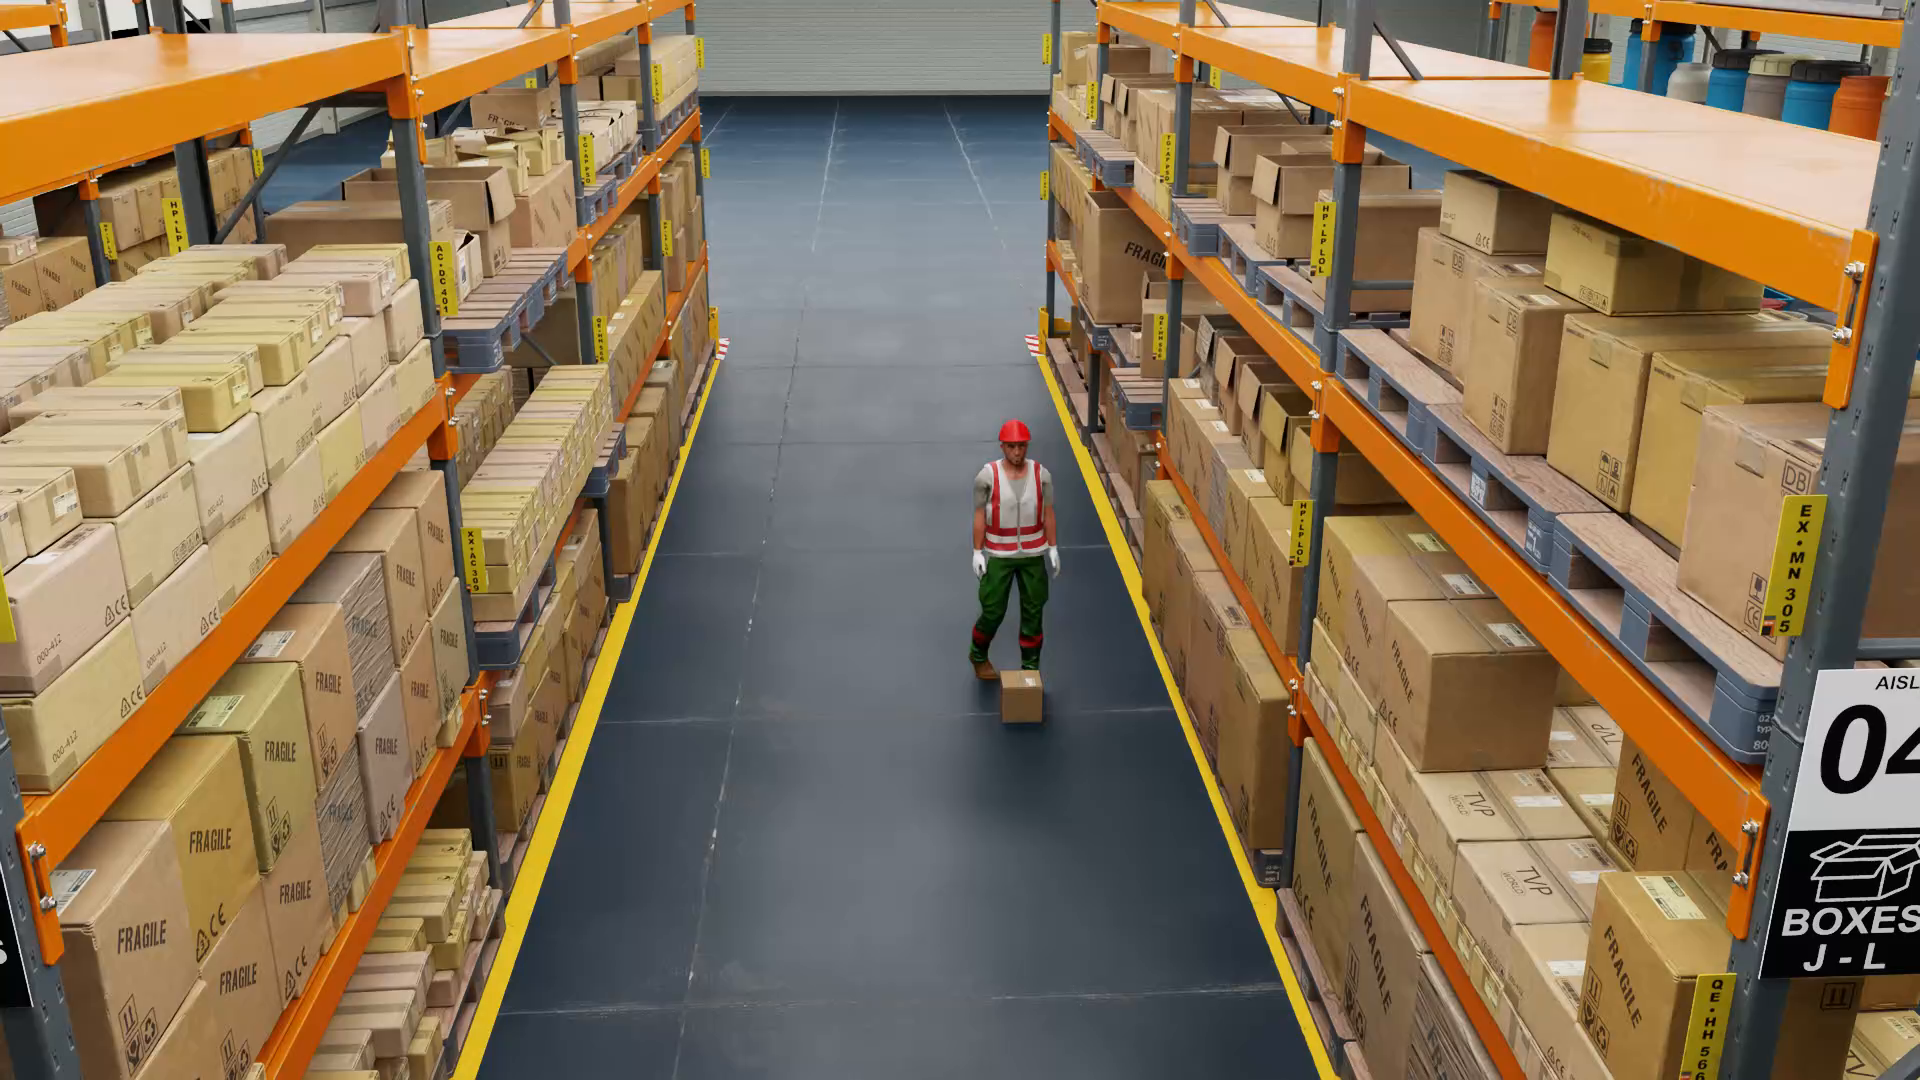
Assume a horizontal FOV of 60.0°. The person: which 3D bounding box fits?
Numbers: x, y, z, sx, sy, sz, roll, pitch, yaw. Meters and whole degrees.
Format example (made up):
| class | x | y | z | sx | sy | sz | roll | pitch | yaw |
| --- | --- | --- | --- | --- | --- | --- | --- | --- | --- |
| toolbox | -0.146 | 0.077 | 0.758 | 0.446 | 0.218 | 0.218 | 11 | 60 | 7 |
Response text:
| class | x | y | z | sx | sy | sz | roll | pitch | yaw |
| --- | --- | --- | --- | --- | --- | --- | --- | --- | --- |
| person | 0.371 | 0.105 | 10.738 | 0.575 | 1.790 | 0.527 | -3 | 20 | -8 |
